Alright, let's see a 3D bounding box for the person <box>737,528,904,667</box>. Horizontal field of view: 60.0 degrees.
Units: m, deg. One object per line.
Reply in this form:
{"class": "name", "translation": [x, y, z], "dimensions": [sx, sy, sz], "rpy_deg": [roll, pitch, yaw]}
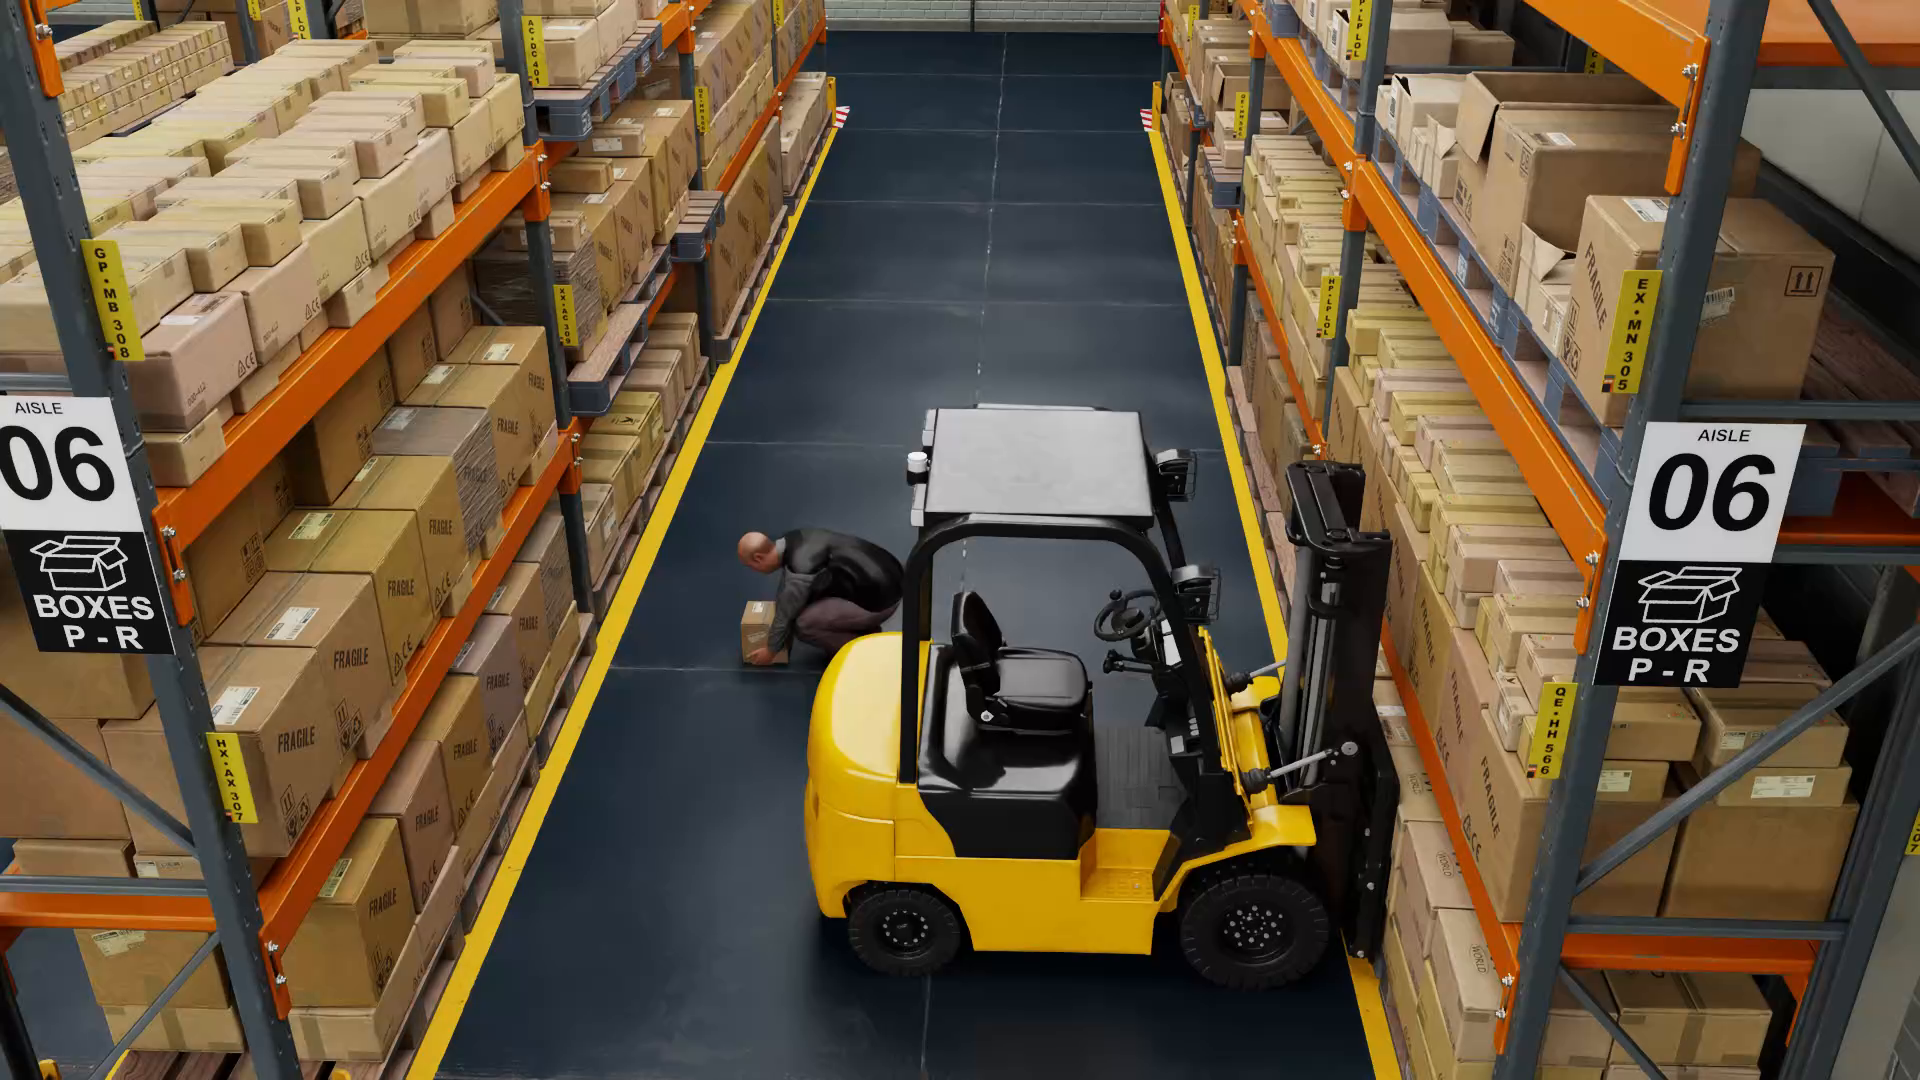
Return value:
{"class": "person", "translation": [-0.751, 0.316, 9.131], "dimensions": [0.898, 0.826, 0.528], "rpy_deg": [1, 28, 2]}
